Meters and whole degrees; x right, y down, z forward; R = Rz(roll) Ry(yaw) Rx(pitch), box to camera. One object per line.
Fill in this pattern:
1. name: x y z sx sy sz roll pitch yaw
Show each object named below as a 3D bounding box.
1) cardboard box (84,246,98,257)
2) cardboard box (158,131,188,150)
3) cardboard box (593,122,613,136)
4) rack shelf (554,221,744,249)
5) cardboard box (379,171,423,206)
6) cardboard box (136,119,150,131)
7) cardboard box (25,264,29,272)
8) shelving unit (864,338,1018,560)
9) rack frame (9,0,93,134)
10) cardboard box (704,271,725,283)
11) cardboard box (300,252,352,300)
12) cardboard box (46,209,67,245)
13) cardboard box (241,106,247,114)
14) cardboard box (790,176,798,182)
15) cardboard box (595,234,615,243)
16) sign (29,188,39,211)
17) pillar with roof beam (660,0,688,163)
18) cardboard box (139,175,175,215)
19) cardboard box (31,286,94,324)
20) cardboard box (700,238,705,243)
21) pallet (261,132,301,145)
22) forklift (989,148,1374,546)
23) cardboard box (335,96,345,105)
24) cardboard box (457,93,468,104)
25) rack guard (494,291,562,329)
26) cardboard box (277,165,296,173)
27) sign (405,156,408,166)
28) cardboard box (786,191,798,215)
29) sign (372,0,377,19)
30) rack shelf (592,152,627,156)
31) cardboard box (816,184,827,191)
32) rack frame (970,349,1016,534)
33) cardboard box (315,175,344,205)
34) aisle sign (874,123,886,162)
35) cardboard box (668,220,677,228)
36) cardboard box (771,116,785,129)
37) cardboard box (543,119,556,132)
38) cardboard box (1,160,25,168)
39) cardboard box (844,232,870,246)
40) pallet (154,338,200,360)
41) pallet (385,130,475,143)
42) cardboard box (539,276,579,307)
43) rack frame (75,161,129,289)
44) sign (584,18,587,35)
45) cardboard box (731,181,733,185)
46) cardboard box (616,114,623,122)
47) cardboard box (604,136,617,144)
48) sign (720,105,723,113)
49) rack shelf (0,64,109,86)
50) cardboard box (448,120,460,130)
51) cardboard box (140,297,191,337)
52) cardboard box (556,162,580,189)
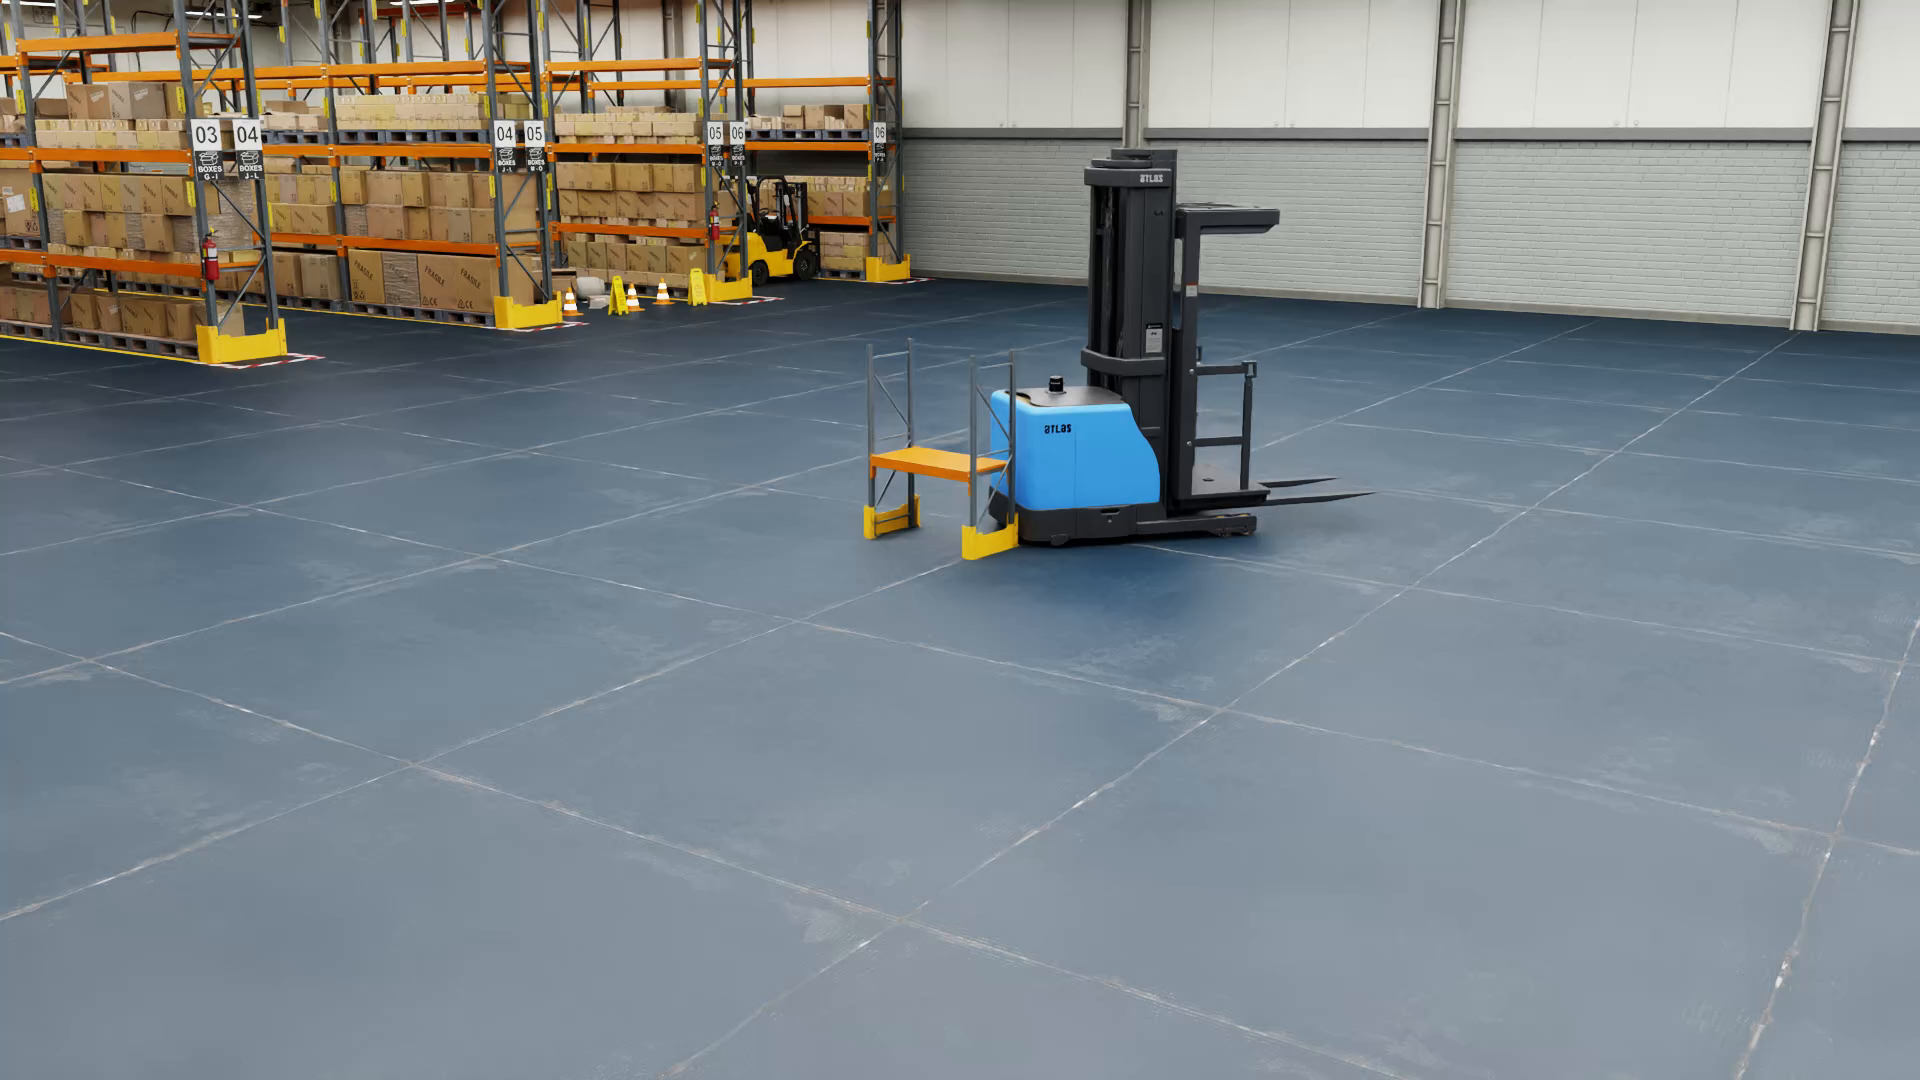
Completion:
1. cardboard box: -12.310 -4.145 23.848 0.250 0.149 0.380 9 17 33
2. cardboard box: -10.364 -5.354 22.279 0.500 0.250 0.500 10 17 34
3. cardboard box: -6.557 -7.746 31.323 0.500 0.250 0.500 9 17 33
4. rack shelf: -5.951 -5.852 31.717 4.000 0.370 1.077 9 17 33
5. cardboard box: -9.110 -5.859 27.689 0.550 0.550 0.875 9 17 33
6. cardboard box: -10.887 -5.611 22.486 0.250 0.149 0.380 9 17 33
7. cardboard box: -19.102 -5.642 34.430 0.250 0.149 0.380 9 17 33
8. shelving unit: -0.152 -0.715 12.589 1.083 1.500 0.587 11 18 39
9. rack frame: -13.141 -7.405 24.011 0.127 3.000 1.000 9 17 33
10. cardboard box: -4.806 -4.965 31.486 0.500 0.250 0.500 9 17 32
11. cardboard box: -10.855 -4.646 29.156 0.750 0.750 1.050 9 17 33
12. cardboard box: -12.802 -4.613 24.390 0.500 0.500 0.875 9 17 33
13. cardboard box: -15.979 -9.535 37.567 0.500 0.500 0.500 10 17 34
14. cardboard box: -3.414 -7.678 35.422 0.250 0.149 0.380 9 17 33
15. cardboard box: -6.774 -5.787 31.896 0.250 0.149 0.380 10 17 35
16. sign: -13.448 -4.944 24.144 0.005 0.325 0.100 9 17 33
17. pillar with roof beam: -8.980 -10.054 34.712 0.400 9.000 9.100 9 17 33
18. cardboard box: -10.835 -4.725 22.762 0.500 0.500 0.500 9 17 33
19. cardboard box: -13.639 -3.580 25.329 0.500 0.500 0.700 8 16 29
20. cardboard box: -5.283 -6.578 37.222 0.625 0.625 0.875 10 17 35
21. pallet: -12.115 -7.144 29.592 1.213 0.211 1.003 10 17 35
22. forklift: 1.808 -1.561 13.028 3.031 2.935 1.130 -4 15 -16
23. cardboard box: -10.177 -7.326 27.712 0.250 0.149 0.380 9 17 33
24. cardboard box: -7.645 -6.917 26.062 0.250 0.149 0.380 9 17 33
25. rack guard: -6.950 -3.716 26.792 0.348 0.500 1.175 9 17 33
26. cardboard box: -14.794 -8.084 36.949 0.500 0.500 0.500 9 17 32
27. sign: -14.474 -9.892 43.474 0.005 0.325 0.100 9 17 33
28. cardboard box: -3.353 -7.190 35.419 0.500 0.500 0.500 9 17 33
29. sign: -9.959 -9.018 28.254 0.005 0.325 0.100 9 17 33
30. rack shelf: -6.503 -8.834 37.523 4.000 0.370 1.077 9 17 33
31. cardboard box: -2.825 -7.414 34.974 0.250 0.149 0.380 9 16 31
32. rack frame: 0.244 -0.634 12.265 0.032 1.500 0.500 11 18 39
33. cardboard box: -10.705 -6.068 28.804 0.500 0.500 0.700 9 16 32
34. aisle sign: -1.634 -8.117 33.962 0.004 0.787 0.394 9 17 33
35. cardboard box: -5.194 -5.869 30.811 0.250 0.149 0.380 9 16 32
36. cardboard box: -3.781 -8.843 35.258 0.258 0.266 0.396 9 16 31
37. cardboard box: -8.176 -8.106 32.521 0.500 0.250 0.500 9 16 32
38. cardboard box: -19.181 -7.502 33.980 0.500 0.500 0.500 9 16 32
39. cardboard box: -2.080 -6.277 34.705 0.500 0.250 0.500 10 17 35
40. pallet: -10.540 -2.729 23.410 1.213 0.211 1.003 9 17 33
41. pallet: -8.608 -6.606 27.209 1.213 0.211 1.003 9 17 33
42. cardboard box: -7.162 -4.452 29.759 0.637 0.503 0.797 -1 14 -6
43. rack frame: -16.927 -6.541 33.006 0.127 3.000 1.000 9 17 33
44. sign: -7.292 -9.979 32.298 0.005 0.325 0.100 9 17 33
45. cardboard box: -5.015 -7.913 36.987 0.250 0.149 0.380 9 16 32
46. cardboard box: -6.195 -7.891 31.079 0.250 0.149 0.380 10 17 34
47. cardboard box: -6.468 -7.522 31.248 0.250 0.149 0.380 9 16 32
48. sign: -5.138 -9.210 35.811 0.005 0.325 0.100 9 17 33
49. rack shelf: -18.587 -9.371 33.455 4.000 0.370 1.077 9 17 33
50. cardboard box: -7.857 -6.564 26.295 0.250 0.149 0.380 9 17 34
51. cardboard box: -11.355 -3.195 23.817 0.500 0.500 0.500 11 18 38
52. cardboard box: -7.366 -7.045 32.133 0.500 0.500 0.700 9 17 32
